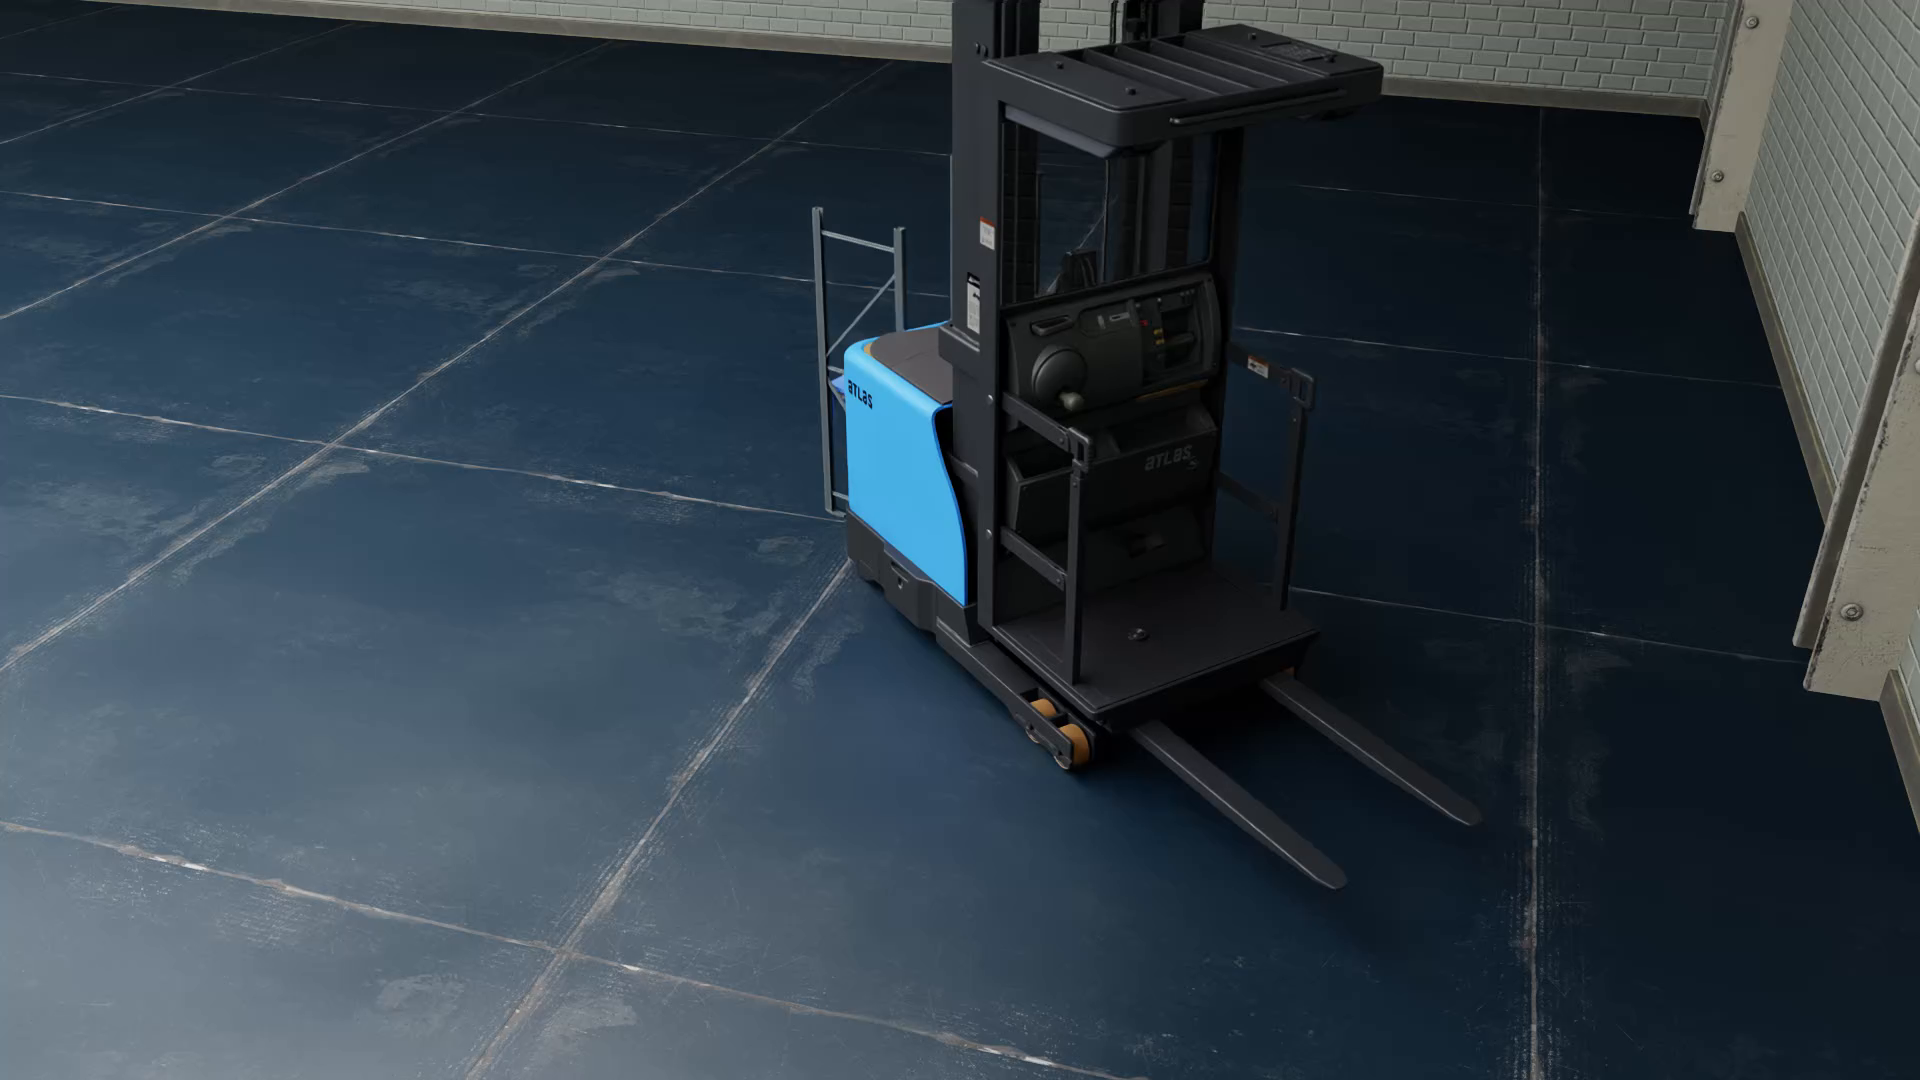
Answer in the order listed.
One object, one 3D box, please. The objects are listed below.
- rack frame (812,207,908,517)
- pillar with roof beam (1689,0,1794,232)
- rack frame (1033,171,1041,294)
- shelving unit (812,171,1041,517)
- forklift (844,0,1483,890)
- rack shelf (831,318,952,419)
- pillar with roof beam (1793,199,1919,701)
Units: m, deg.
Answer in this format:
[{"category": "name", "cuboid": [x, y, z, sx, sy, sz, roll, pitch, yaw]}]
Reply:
[{"category": "rack frame", "cuboid": [-0.438, -0.729, 7.517, 0.500, 1.500, 0.032, 20, 35, 31]}, {"category": "pillar with roof beam", "cuboid": [1.240, -6.804, 10.725, 9.100, 9.000, 0.400, 8, 30, 15]}, {"category": "rack frame", "cuboid": [0.169, -1.125, 8.230, 0.500, 1.500, 0.032, 20, 35, 31]}, {"category": "shelving unit", "cuboid": [-0.134, -0.927, 7.874, 0.538, 1.500, 1.048, 20, 35, 31]}, {"category": "forklift", "cuboid": [0.690, -0.685, 5.967, 1.130, 2.935, 3.031, -17, 33, -27]}, {"category": "rack shelf", "cuboid": [-0.134, -0.770, 7.961, 0.538, 0.185, 1.000, 20, 35, 31]}, {"category": "pillar with roof beam", "cuboid": [-0.521, -4.016, 5.712, 9.100, 9.000, 0.400, 8, 30, 15]}]
